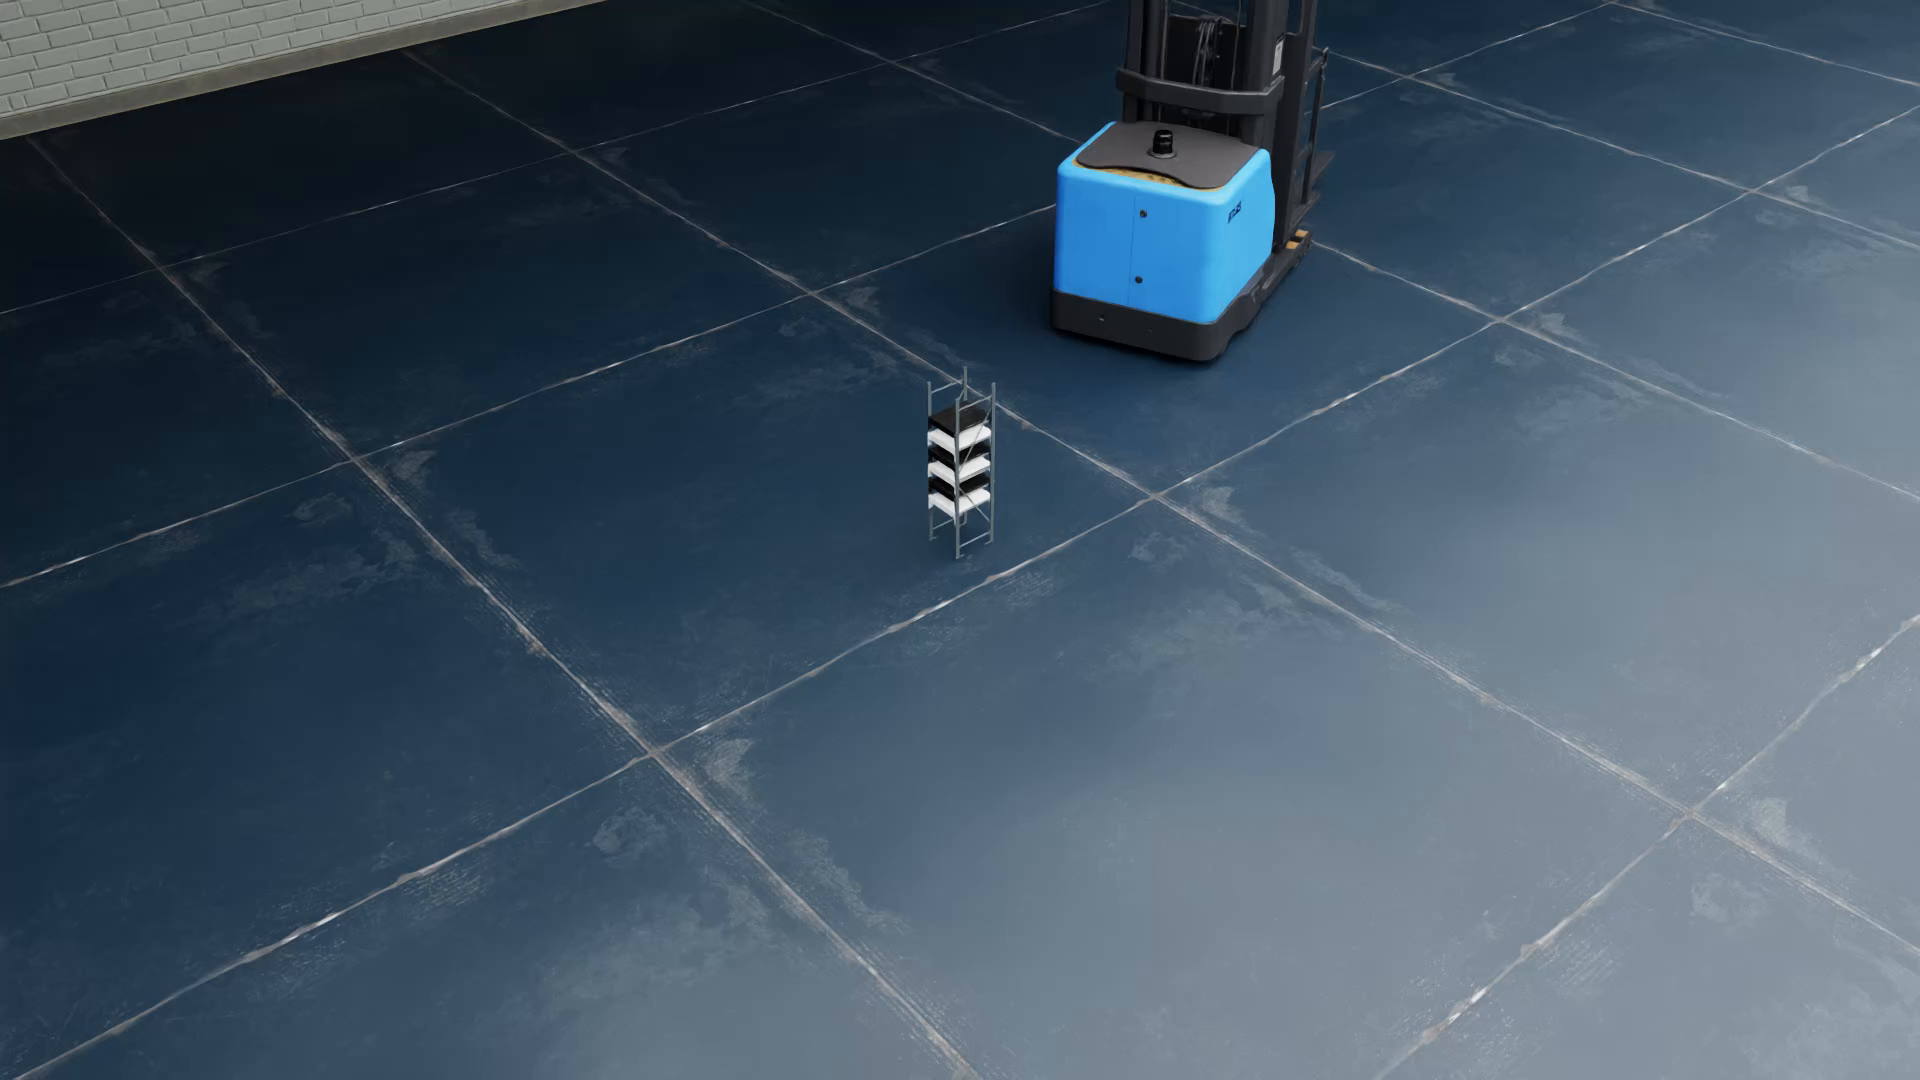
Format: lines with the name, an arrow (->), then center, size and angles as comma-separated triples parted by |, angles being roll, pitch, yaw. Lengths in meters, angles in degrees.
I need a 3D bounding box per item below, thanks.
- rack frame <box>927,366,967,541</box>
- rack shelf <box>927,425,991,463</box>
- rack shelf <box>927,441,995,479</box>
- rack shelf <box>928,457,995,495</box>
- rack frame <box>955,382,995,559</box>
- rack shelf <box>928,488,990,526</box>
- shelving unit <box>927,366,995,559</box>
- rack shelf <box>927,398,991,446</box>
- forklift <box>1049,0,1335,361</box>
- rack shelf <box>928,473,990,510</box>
rack frame -> -0.060, -0.409, 8.048 | 0.240, 0.900, 0.006 | -26, 43, -32
rack shelf -> 0.005, -0.483, 7.900 | 0.258, 0.077, 0.200 | -26, 43, -32
rack shelf -> 0.005, -0.410, 7.952 | 0.258, 0.077, 0.200 | -26, 43, -32
rack shelf -> 0.005, -0.336, 8.004 | 0.258, 0.077, 0.200 | -26, 43, -32
rack frame -> 0.071, -0.319, 7.921 | 0.240, 0.900, 0.006 | -26, 43, -32
rack shelf -> 0.005, -0.190, 8.108 | 0.258, 0.077, 0.200 | -26, 43, -32
shelving unit -> 0.005, -0.364, 7.985 | 0.258, 0.900, 0.210 | -26, 43, -32
rack shelf -> 0.005, -0.557, 7.848 | 0.258, 0.077, 0.200 | -26, 43, -32
forklift -> 1.656, -3.063, 10.040 | 1.130, 2.935, 3.031 | 16, 39, 22
rack shelf -> 0.005, -0.263, 8.056 | 0.258, 0.077, 0.200 | -26, 43, -32
